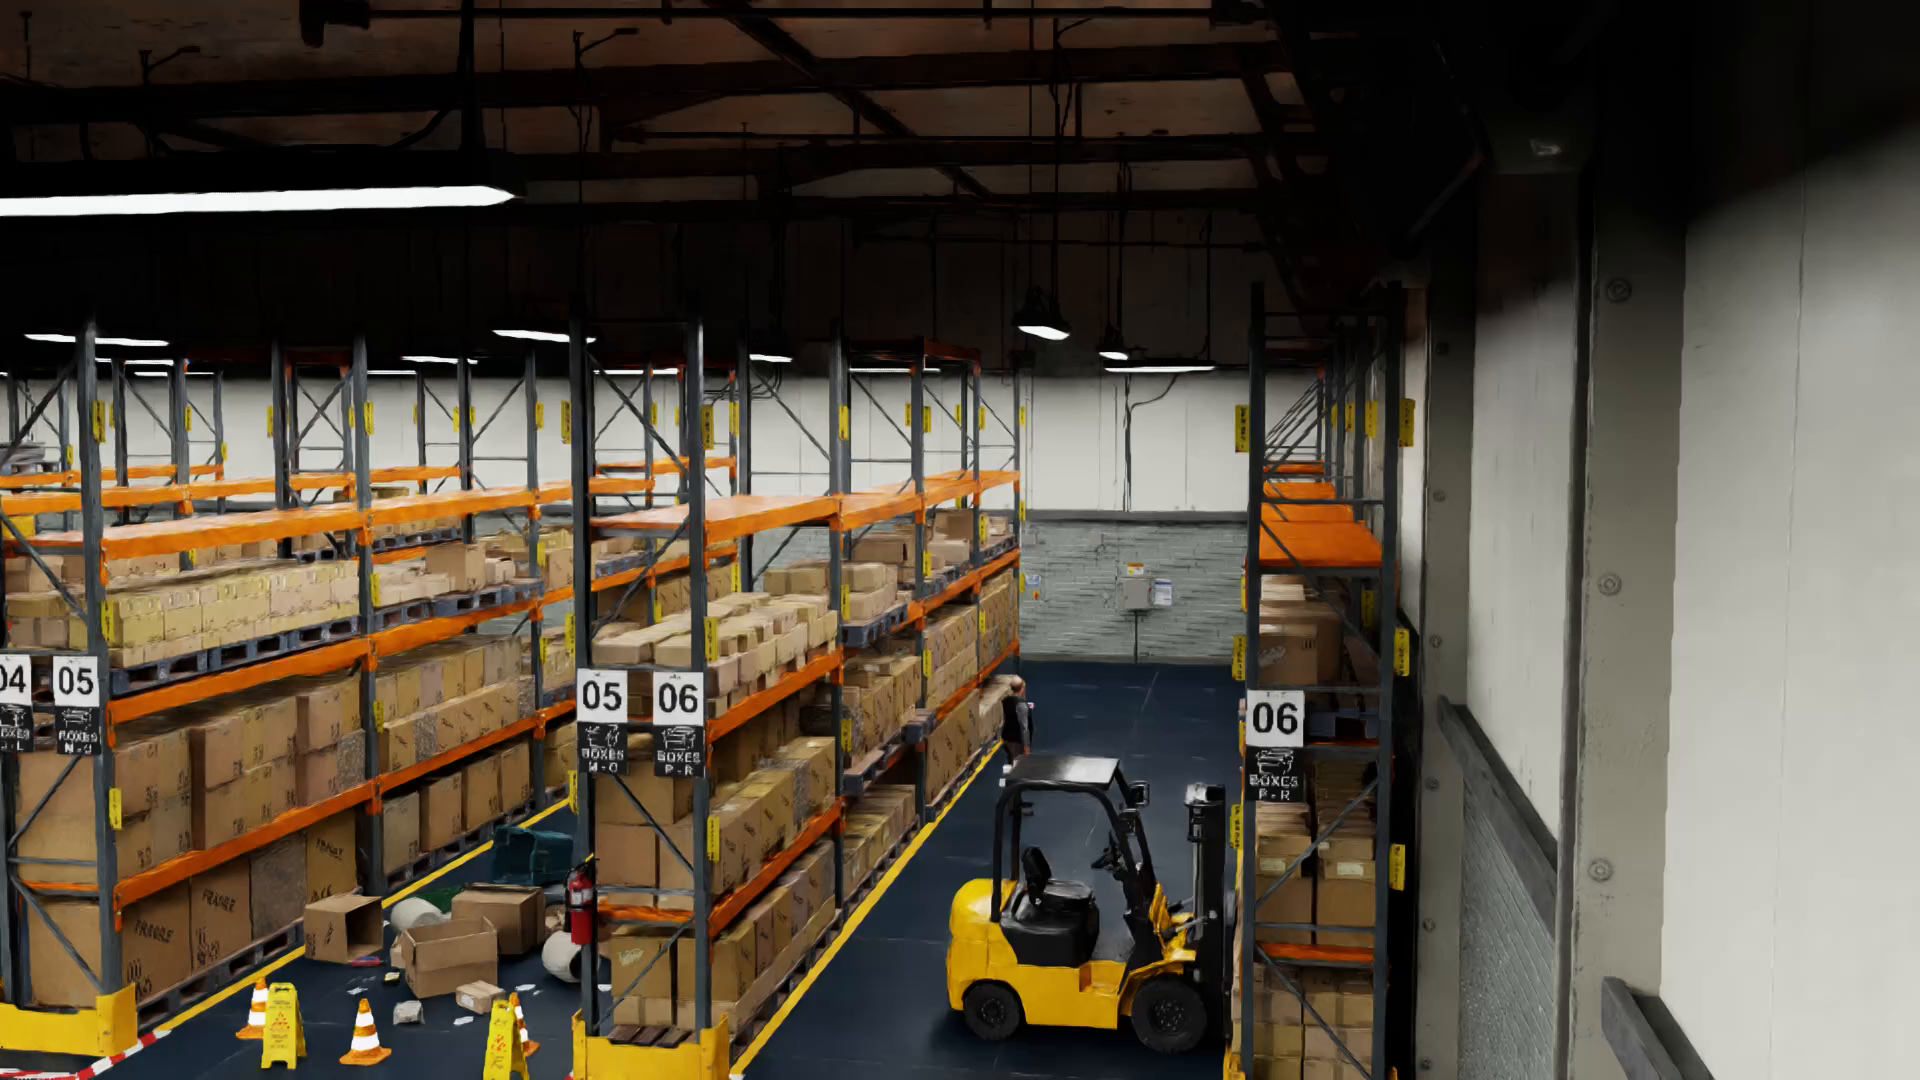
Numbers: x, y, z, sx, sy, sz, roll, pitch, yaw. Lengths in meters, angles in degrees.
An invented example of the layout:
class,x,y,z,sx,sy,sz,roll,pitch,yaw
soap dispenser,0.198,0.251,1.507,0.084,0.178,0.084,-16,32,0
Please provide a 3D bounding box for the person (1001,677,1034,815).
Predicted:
class,x,y,z,sx,sy,sz,roll,pitch,yaw
person,0.769,2.590,21.141,0.448,1.730,0.586,-2,5,-21
